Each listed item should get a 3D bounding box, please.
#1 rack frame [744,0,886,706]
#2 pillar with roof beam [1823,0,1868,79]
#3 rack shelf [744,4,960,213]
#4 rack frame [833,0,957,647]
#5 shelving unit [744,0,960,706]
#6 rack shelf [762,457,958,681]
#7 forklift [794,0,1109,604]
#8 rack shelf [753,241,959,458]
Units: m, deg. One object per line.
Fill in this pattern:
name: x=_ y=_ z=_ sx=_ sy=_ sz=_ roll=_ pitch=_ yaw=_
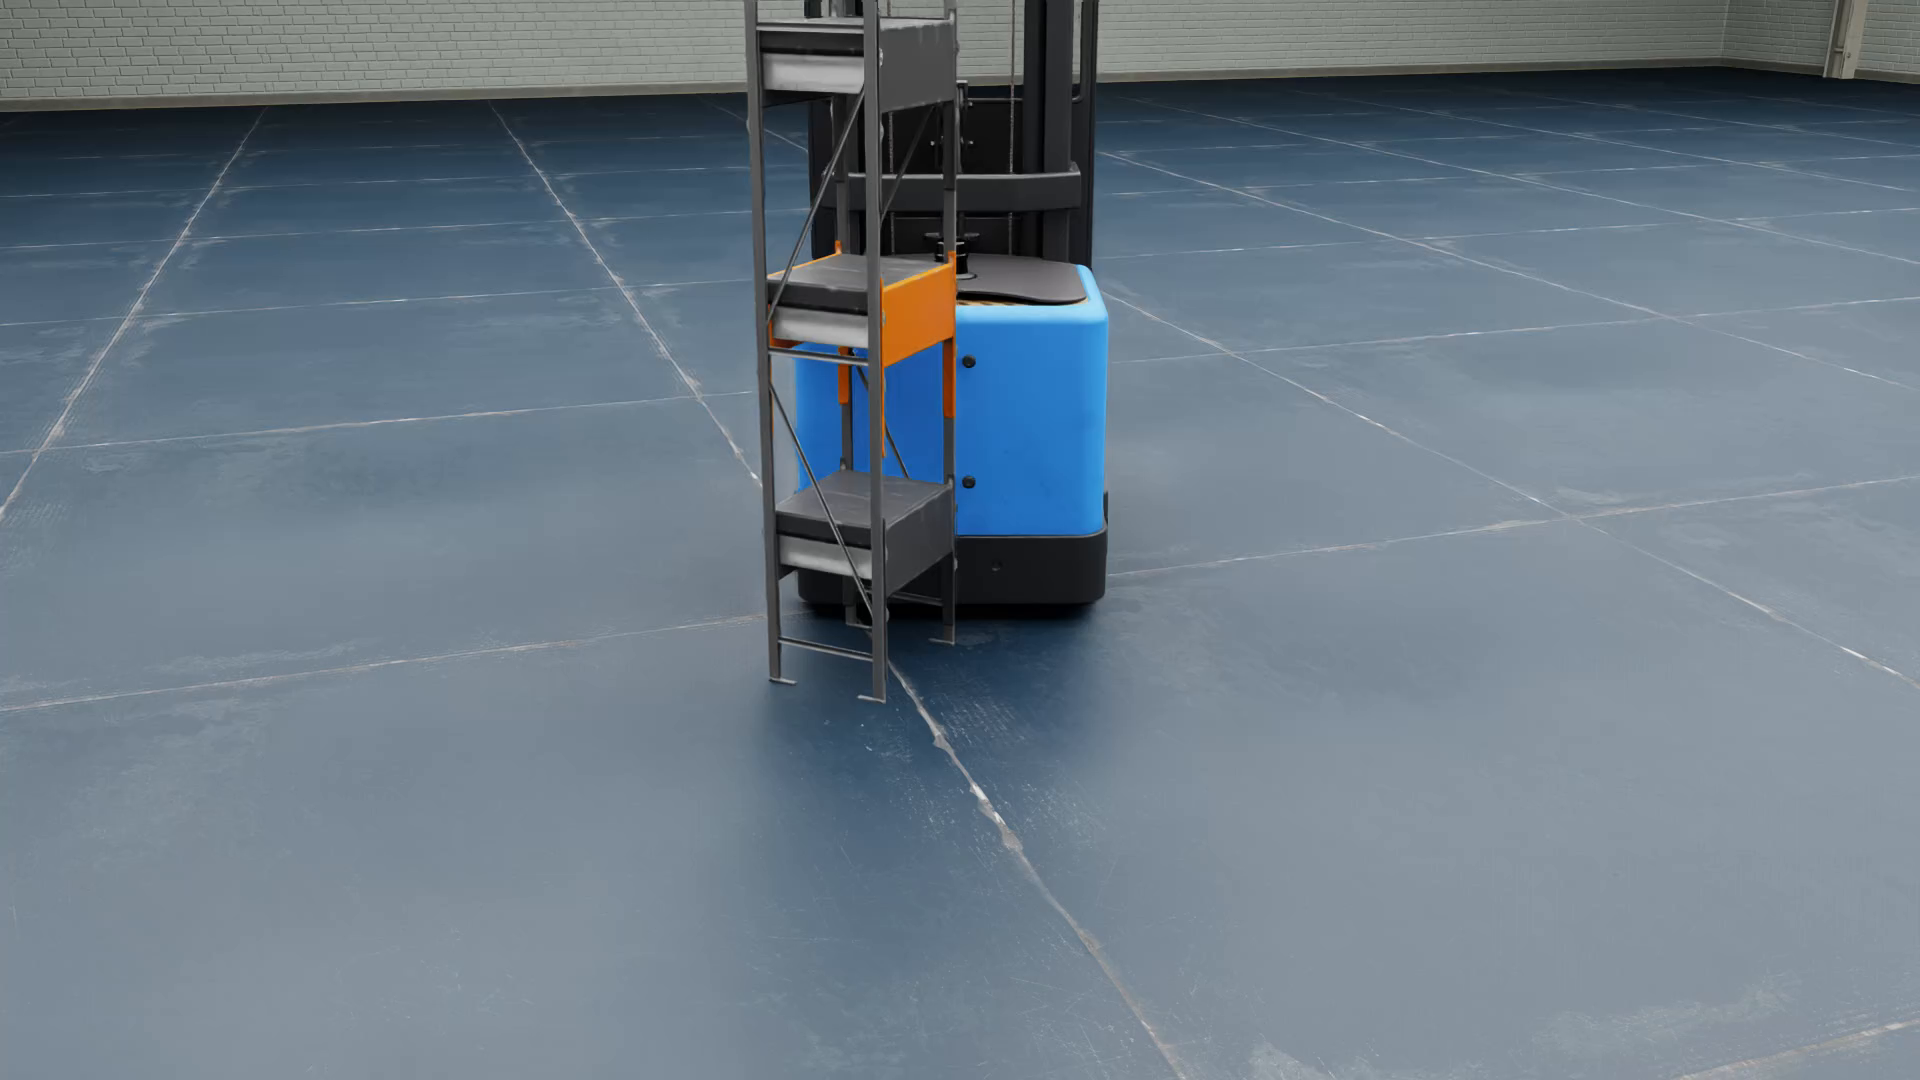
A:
rack frame: x=-0.405 y=-0.519 z=4.752 sx=0.400 sy=2.100 sz=0.015 roll=9 pitch=22 yaw=24
pillar with roof beam: x=10.928 y=-11.679 z=25.620 sx=9.100 sy=9.000 sz=0.400 roll=-6 pitch=21 yaw=-17
rack shelf: x=-0.298 y=-1.239 z=4.726 sx=0.431 sy=0.518 sz=0.480 roll=9 pitch=22 yaw=24
rack frame: x=-0.197 y=-0.668 z=5.167 sx=0.400 sy=2.100 sz=0.015 roll=9 pitch=22 yaw=24
shelving unit: x=-0.301 y=-0.594 z=4.960 sx=0.431 sy=2.100 sz=0.503 roll=9 pitch=22 yaw=24
rack shelf: x=-0.304 y=0.077 z=5.202 sx=0.431 sy=0.518 sz=0.480 roll=9 pitch=22 yaw=24
forklift: x=-0.033 y=-1.608 z=6.558 sx=1.130 sy=2.935 sz=3.031 roll=0 pitch=20 yaw=0
rack shelf: x=-0.301 y=-0.581 z=4.964 sx=0.431 sy=0.518 sz=0.480 roll=9 pitch=22 yaw=24
